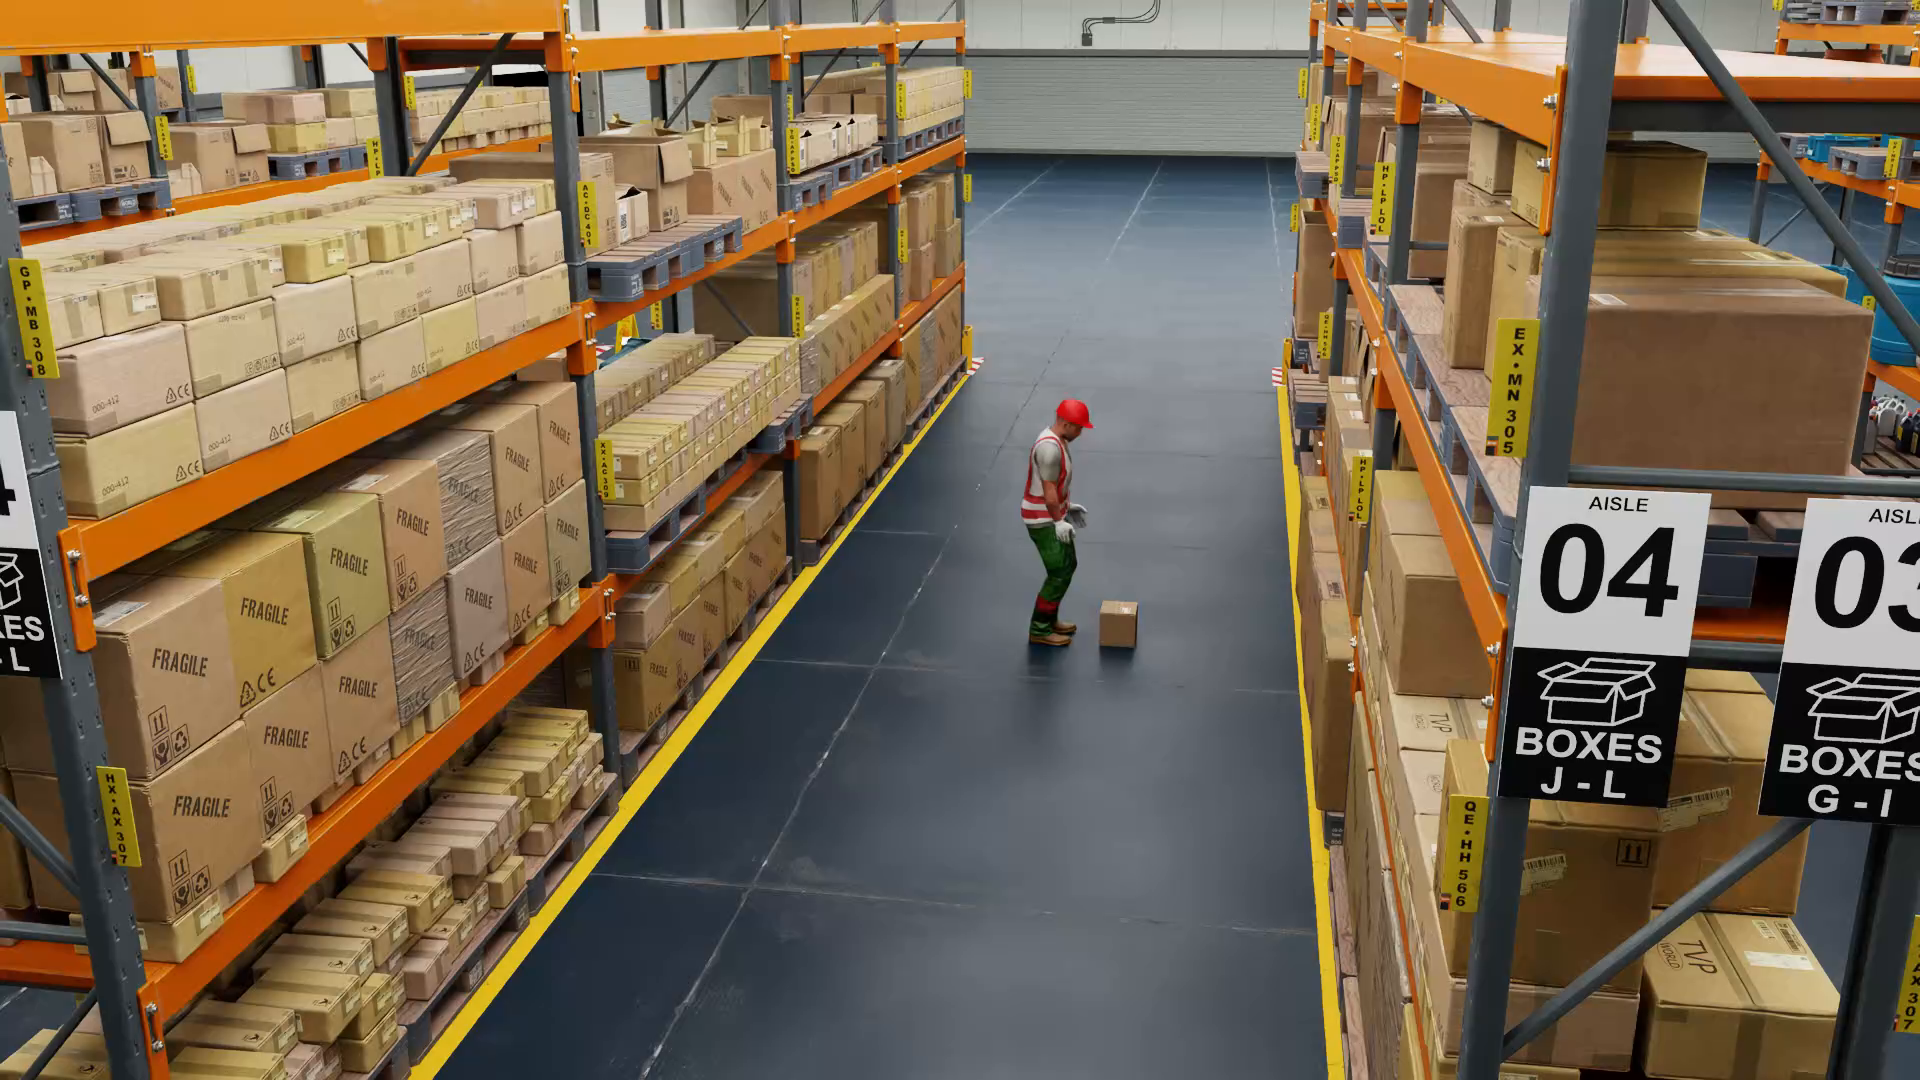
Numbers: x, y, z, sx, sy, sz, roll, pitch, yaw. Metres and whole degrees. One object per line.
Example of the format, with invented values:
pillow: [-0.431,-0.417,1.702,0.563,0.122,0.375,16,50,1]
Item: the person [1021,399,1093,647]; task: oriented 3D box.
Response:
person: [0.673,-0.141,11.564,0.477,1.724,0.547,3,18,10]
